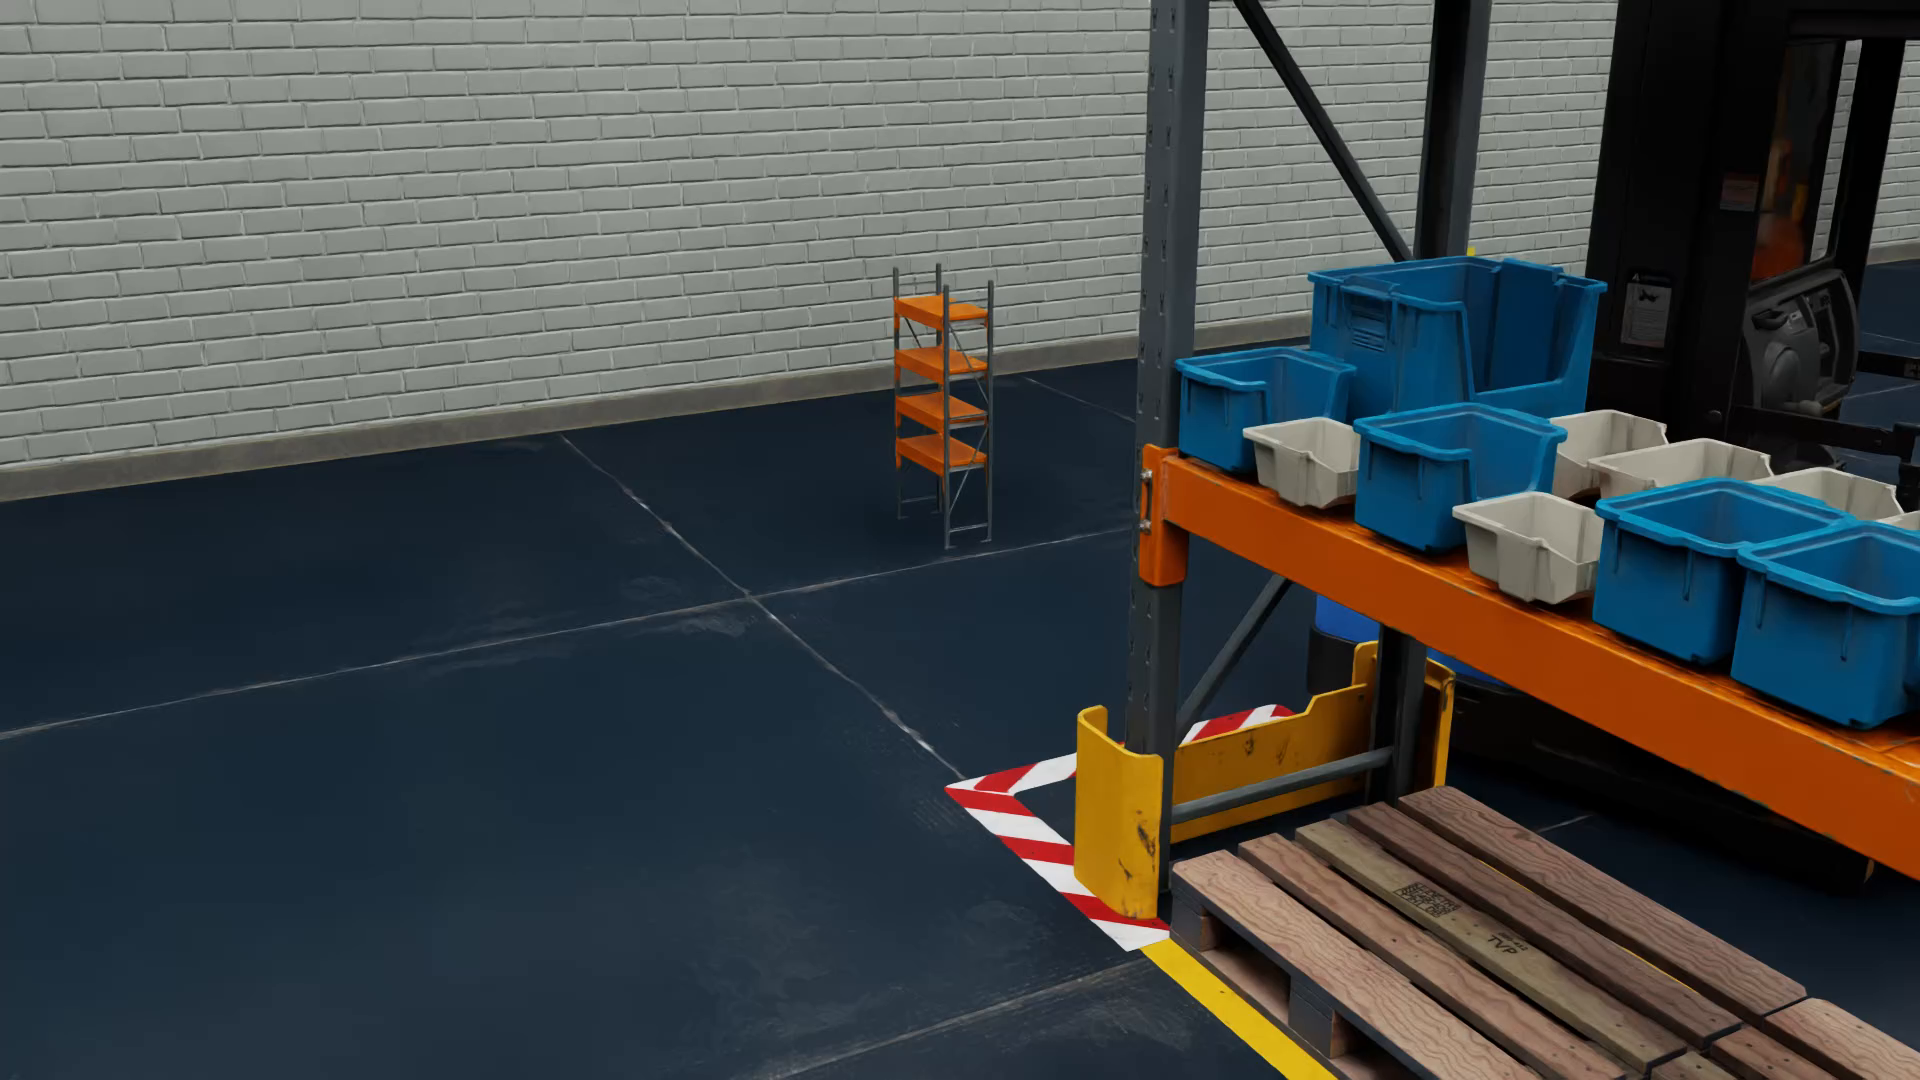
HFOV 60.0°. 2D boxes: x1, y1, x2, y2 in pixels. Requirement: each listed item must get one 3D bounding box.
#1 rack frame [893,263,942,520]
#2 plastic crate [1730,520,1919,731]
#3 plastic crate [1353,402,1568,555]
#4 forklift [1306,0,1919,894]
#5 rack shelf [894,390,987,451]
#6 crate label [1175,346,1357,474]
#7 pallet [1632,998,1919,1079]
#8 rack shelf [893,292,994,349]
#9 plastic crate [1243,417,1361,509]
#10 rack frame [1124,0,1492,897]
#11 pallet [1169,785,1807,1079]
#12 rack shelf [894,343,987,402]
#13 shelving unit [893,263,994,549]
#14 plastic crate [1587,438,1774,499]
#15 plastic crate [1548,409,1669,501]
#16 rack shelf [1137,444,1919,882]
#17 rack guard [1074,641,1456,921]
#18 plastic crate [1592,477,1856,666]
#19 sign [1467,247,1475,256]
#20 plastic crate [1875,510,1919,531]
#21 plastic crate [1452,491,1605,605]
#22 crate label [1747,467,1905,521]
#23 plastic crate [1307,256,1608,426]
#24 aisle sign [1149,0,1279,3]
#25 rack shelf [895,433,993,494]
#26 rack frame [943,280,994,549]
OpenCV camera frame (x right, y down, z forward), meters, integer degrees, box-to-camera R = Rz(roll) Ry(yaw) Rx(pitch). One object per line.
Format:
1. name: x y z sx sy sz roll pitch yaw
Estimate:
1. rack frame: -0.194 -0.685 7.776 0.240 1.200 0.015 -10 21 -27
2. plastic crate: 1.520 0.142 2.786 0.416 0.233 0.300 -10 21 -27
3. plastic crate: 1.065 -0.133 3.583 0.416 0.233 0.300 -10 21 -27
4. forklift: 2.642 -0.573 4.799 3.031 2.935 1.130 17 25 40
5. rack shelf: -0.079 -0.551 7.595 0.258 0.148 0.480 -10 21 -27
6. crate label: 0.753 -0.322 4.131 0.416 0.233 0.303 -10 21 -27
7. pallet: 1.858 1.416 3.204 1.003 0.211 1.213 -10 21 -27
8. rack shelf: -0.079 -0.986 7.445 0.258 0.148 0.480 -10 21 -27
9. plastic crate: 0.832 -0.172 3.842 0.250 0.136 0.298 -10 21 -27
10. rack frame: 0.925 -0.495 4.466 1.000 3.000 0.127 -10 21 -27
11. pallet: 1.282 1.066 4.218 1.003 0.211 1.213 -10 21 -27
12. rack shelf: -0.079 -0.763 7.522 0.258 0.148 0.480 -10 21 -27
13. shelving unit: -0.079 -0.615 7.573 0.258 1.200 0.503 -10 21 -27
14. plastic crate: 1.597 -0.107 3.655 0.396 0.136 0.243 -10 21 -27
15. plastic crate: 1.472 -0.192 3.902 0.396 0.136 0.243 -10 21 -27
16. rack shelf: 1.875 0.420 2.920 1.077 0.370 4.000 -10 21 -27
17. rack guard: 0.902 0.682 4.888 1.175 0.500 0.348 -10 21 -27
18. plastic crate: 1.378 0.056 3.035 0.416 0.233 0.300 -10 21 -27
19. sign: 1.401 -0.662 4.700 0.100 0.325 0.005 -10 21 -27
20. plastic crate: 1.907 0.051 3.196 0.298 0.136 0.250 -10 21 -27
21. plastic crate: 1.154 0.023 3.278 0.250 0.136 0.298 -10 21 -27
22. crate label: 1.750 -0.031 3.434 0.396 0.136 0.243 -10 21 -27
23. plastic crate: 1.248 -0.473 4.256 0.616 0.435 0.499 -10 21 -27
24. aisle sign: 0.629 -1.698 3.969 0.394 0.787 0.004 -10 21 -27
25. rack shelf: -0.079 -0.363 7.660 0.258 0.148 0.480 -10 21 -27
26. rack frame: 0.037 -0.545 7.370 0.240 1.200 0.015 -10 21 -27
